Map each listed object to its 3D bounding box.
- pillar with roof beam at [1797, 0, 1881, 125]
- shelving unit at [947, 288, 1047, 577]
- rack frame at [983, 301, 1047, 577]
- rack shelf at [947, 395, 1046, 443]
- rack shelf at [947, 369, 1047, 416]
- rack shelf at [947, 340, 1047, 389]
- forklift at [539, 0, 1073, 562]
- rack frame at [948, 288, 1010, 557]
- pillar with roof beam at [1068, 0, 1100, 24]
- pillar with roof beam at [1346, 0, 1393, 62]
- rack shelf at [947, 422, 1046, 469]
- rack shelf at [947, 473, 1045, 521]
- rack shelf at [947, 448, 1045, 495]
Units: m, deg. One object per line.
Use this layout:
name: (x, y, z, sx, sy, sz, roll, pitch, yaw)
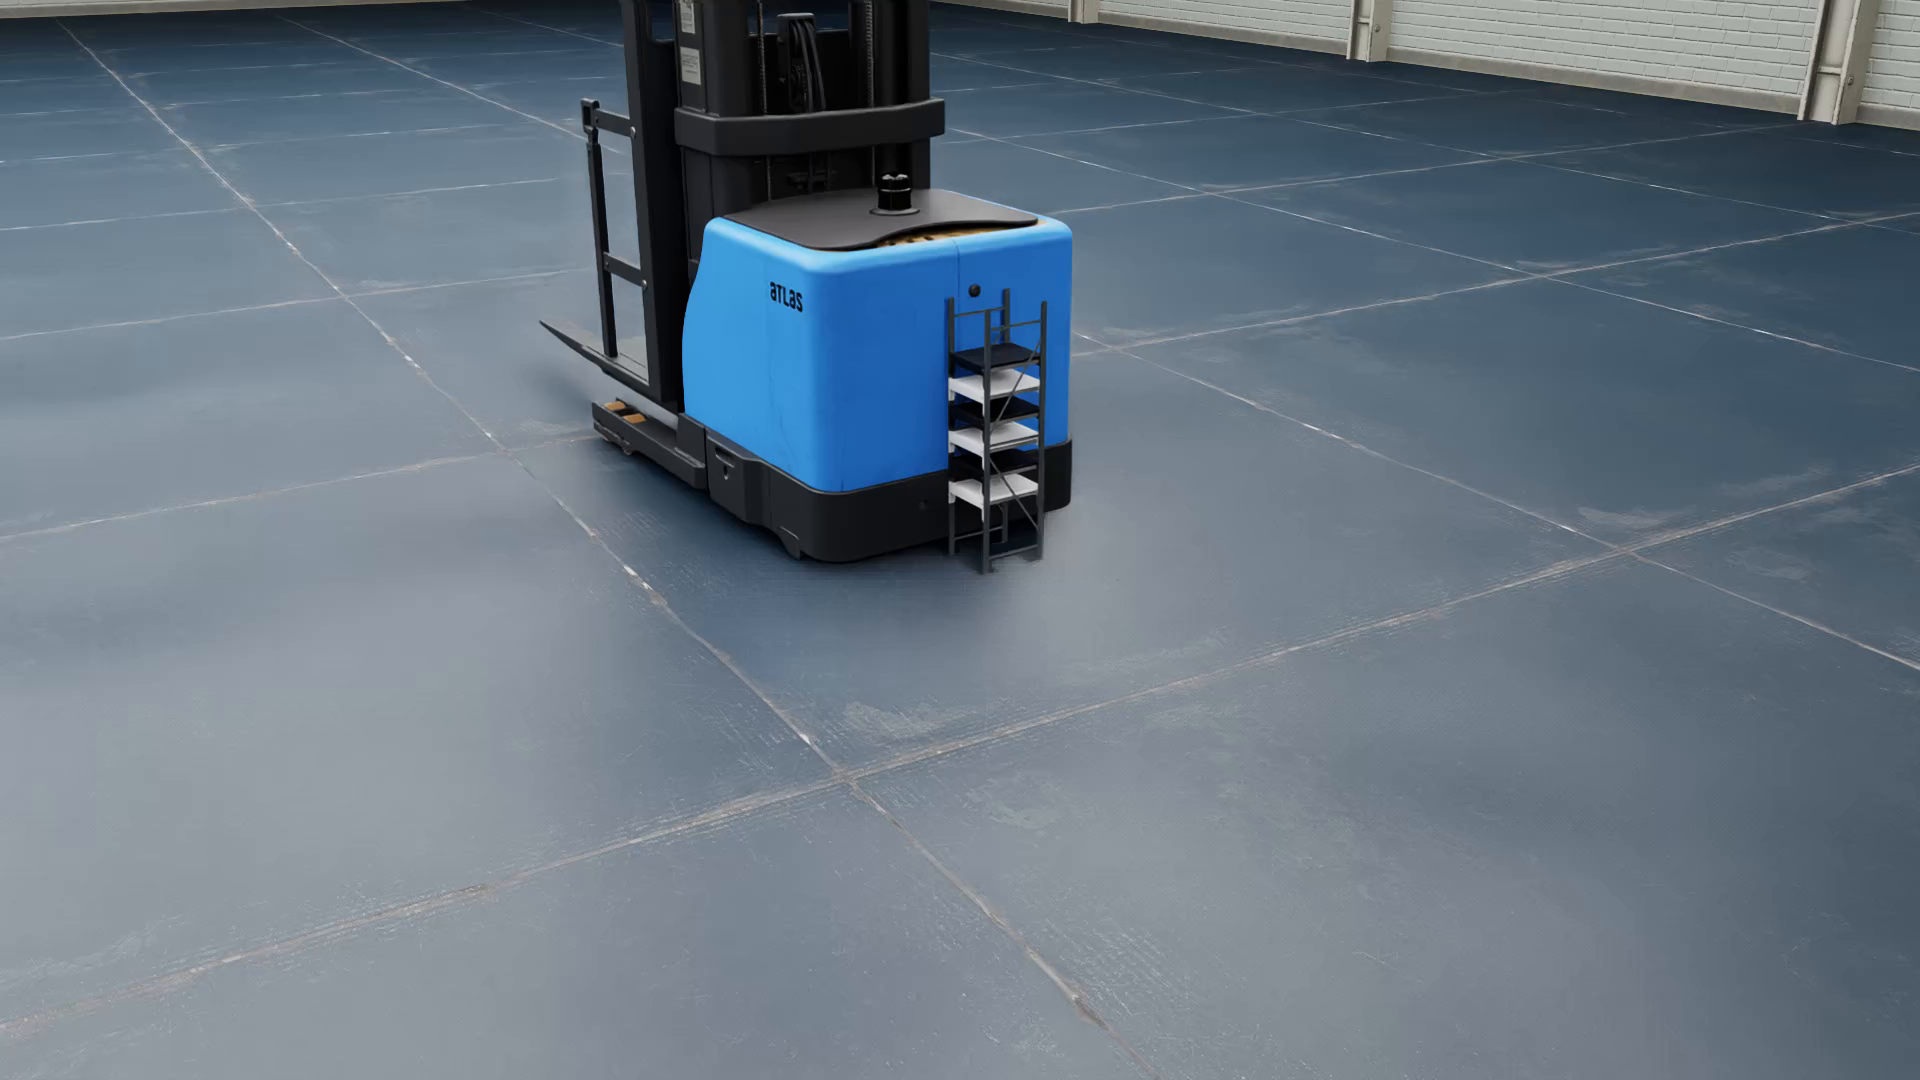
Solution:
pillar with roof beam: (4.279, -7.202, 11.579, 9.100, 9.000, 0.400, -13, 25, -28)
shelving unit: (0.120, -0.352, 5.483, 0.258, 0.900, 0.210, -14, 26, -31)
rack frame: (0.177, -0.320, 5.405, 0.240, 0.900, 0.006, -14, 26, -31)
rack shelf: (0.120, -0.405, 5.461, 0.258, 0.077, 0.200, -14, 26, -31)
rack shelf: (0.120, -0.488, 5.427, 0.258, 0.077, 0.200, -14, 26, -31)
rack shelf: (0.120, -0.571, 5.393, 0.258, 0.077, 0.200, -14, 26, -31)
forklift: (-0.843, -1.786, 6.312, 1.130, 2.935, 3.031, -14, 26, -31)
rack frame: (0.064, -0.384, 5.561, 0.240, 0.900, 0.006, -14, 26, -31)
pillar with roof beam: (-1.850, -11.086, 21.136, 9.100, 9.000, 0.400, -13, 25, -28)
pillar with roof beam: (1.215, -9.144, 16.358, 9.100, 9.000, 0.400, -13, 25, -28)
rack shelf: (0.120, -0.321, 5.495, 0.258, 0.077, 0.200, -14, 26, -31)
rack shelf: (0.120, -0.154, 5.563, 0.258, 0.077, 0.200, -14, 26, -31)
rack shelf: (0.120, -0.238, 5.529, 0.258, 0.077, 0.200, -14, 26, -31)
